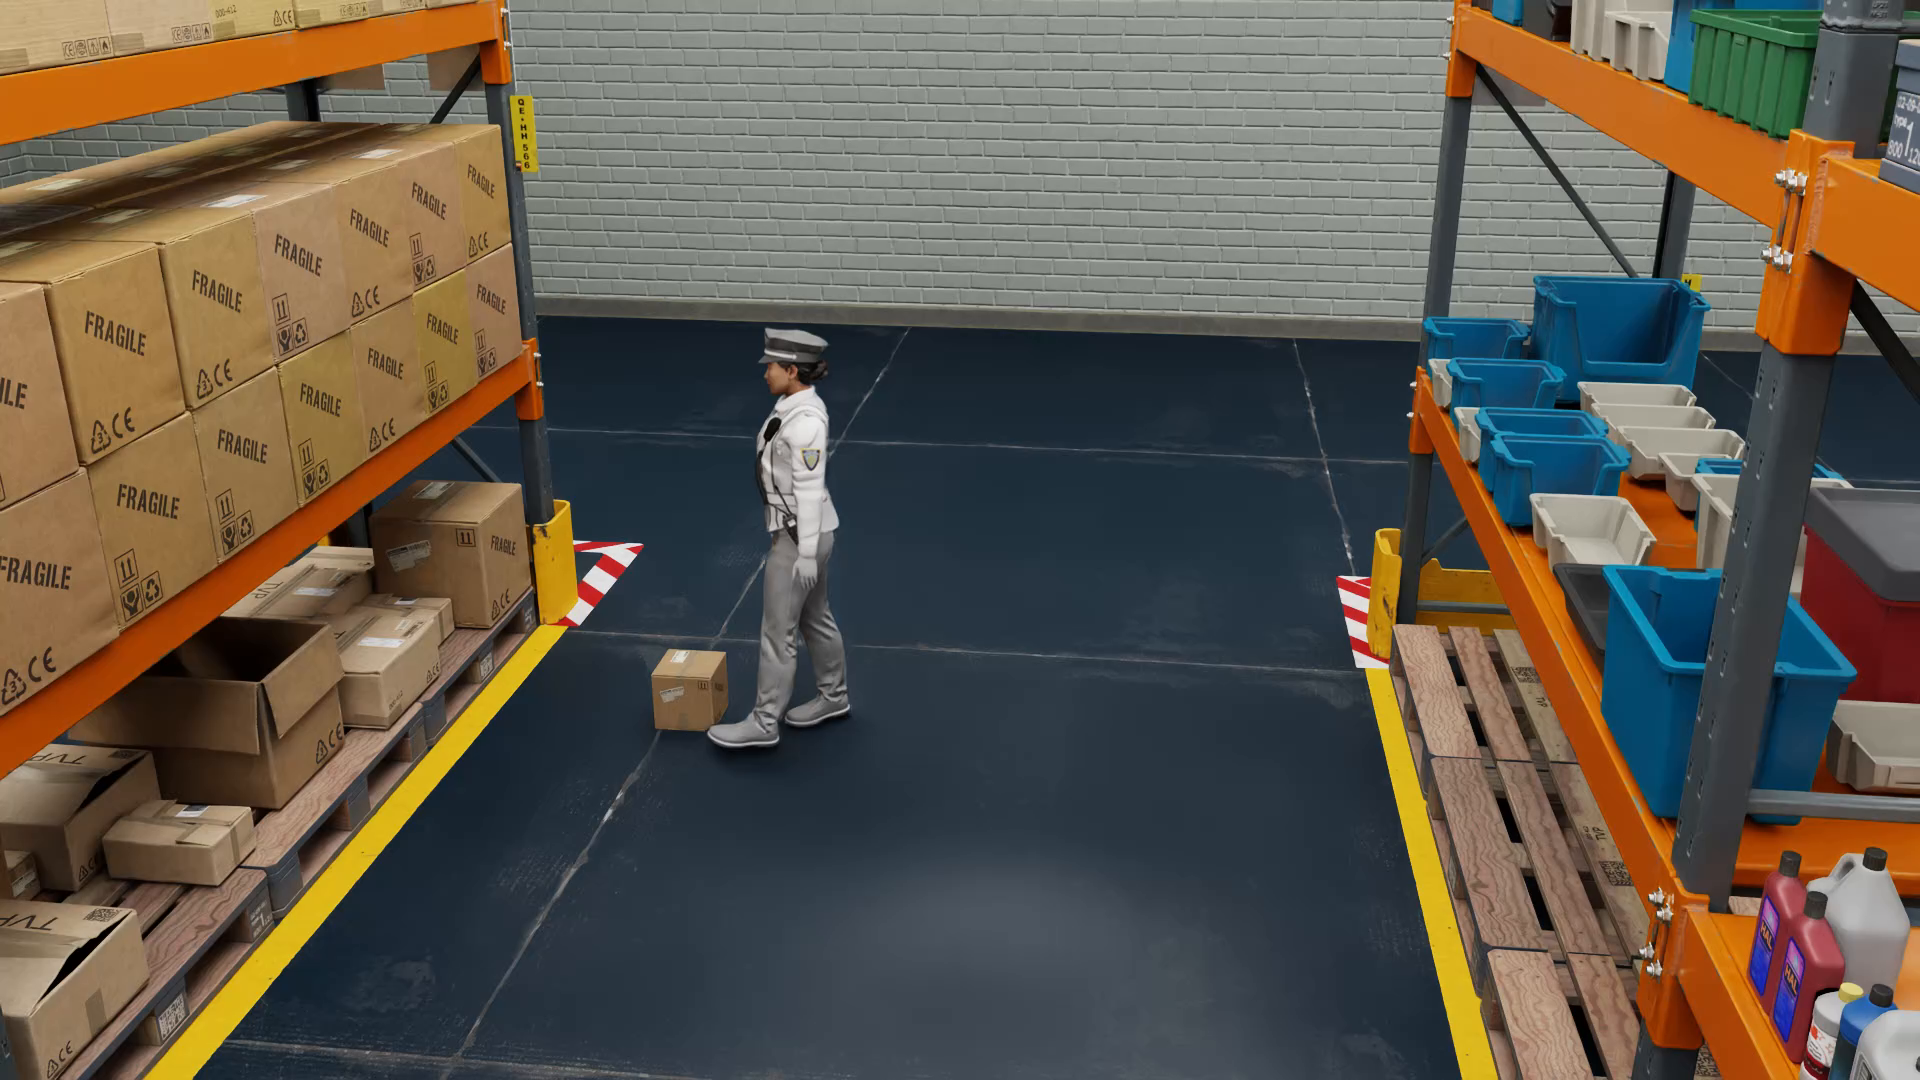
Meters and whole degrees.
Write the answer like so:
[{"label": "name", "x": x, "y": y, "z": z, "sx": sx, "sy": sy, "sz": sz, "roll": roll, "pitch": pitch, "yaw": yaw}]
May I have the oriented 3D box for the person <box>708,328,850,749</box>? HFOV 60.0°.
[{"label": "person", "x": -0.742, "y": -0.009, "z": 6.574, "sx": 0.589, "sy": 1.671, "sz": 0.502, "roll": -3, "pitch": 21, "yaw": -7}]
